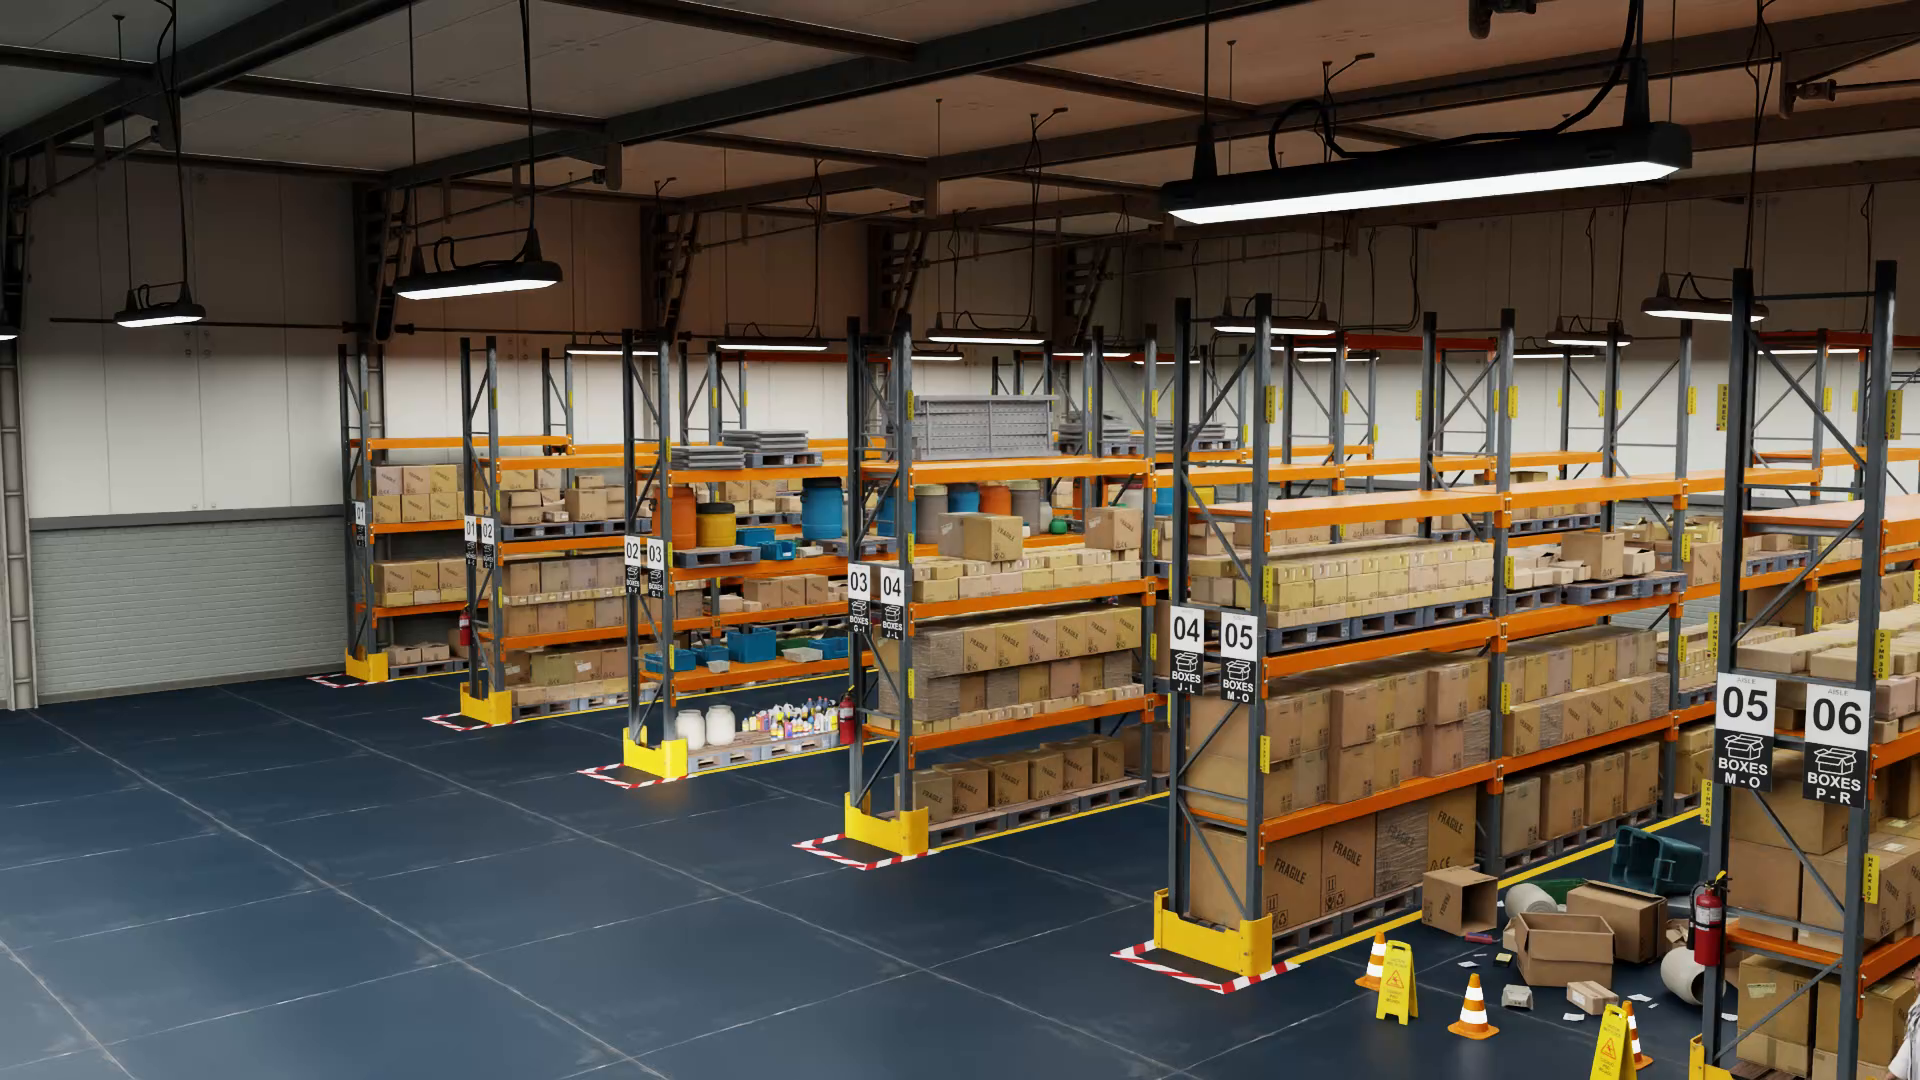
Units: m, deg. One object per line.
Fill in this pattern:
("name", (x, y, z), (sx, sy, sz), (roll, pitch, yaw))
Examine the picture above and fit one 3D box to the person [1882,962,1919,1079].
("person", (5.949, 3.382, 10.196), (1.186, 1.714, 0.658), (0, 5, 3))
